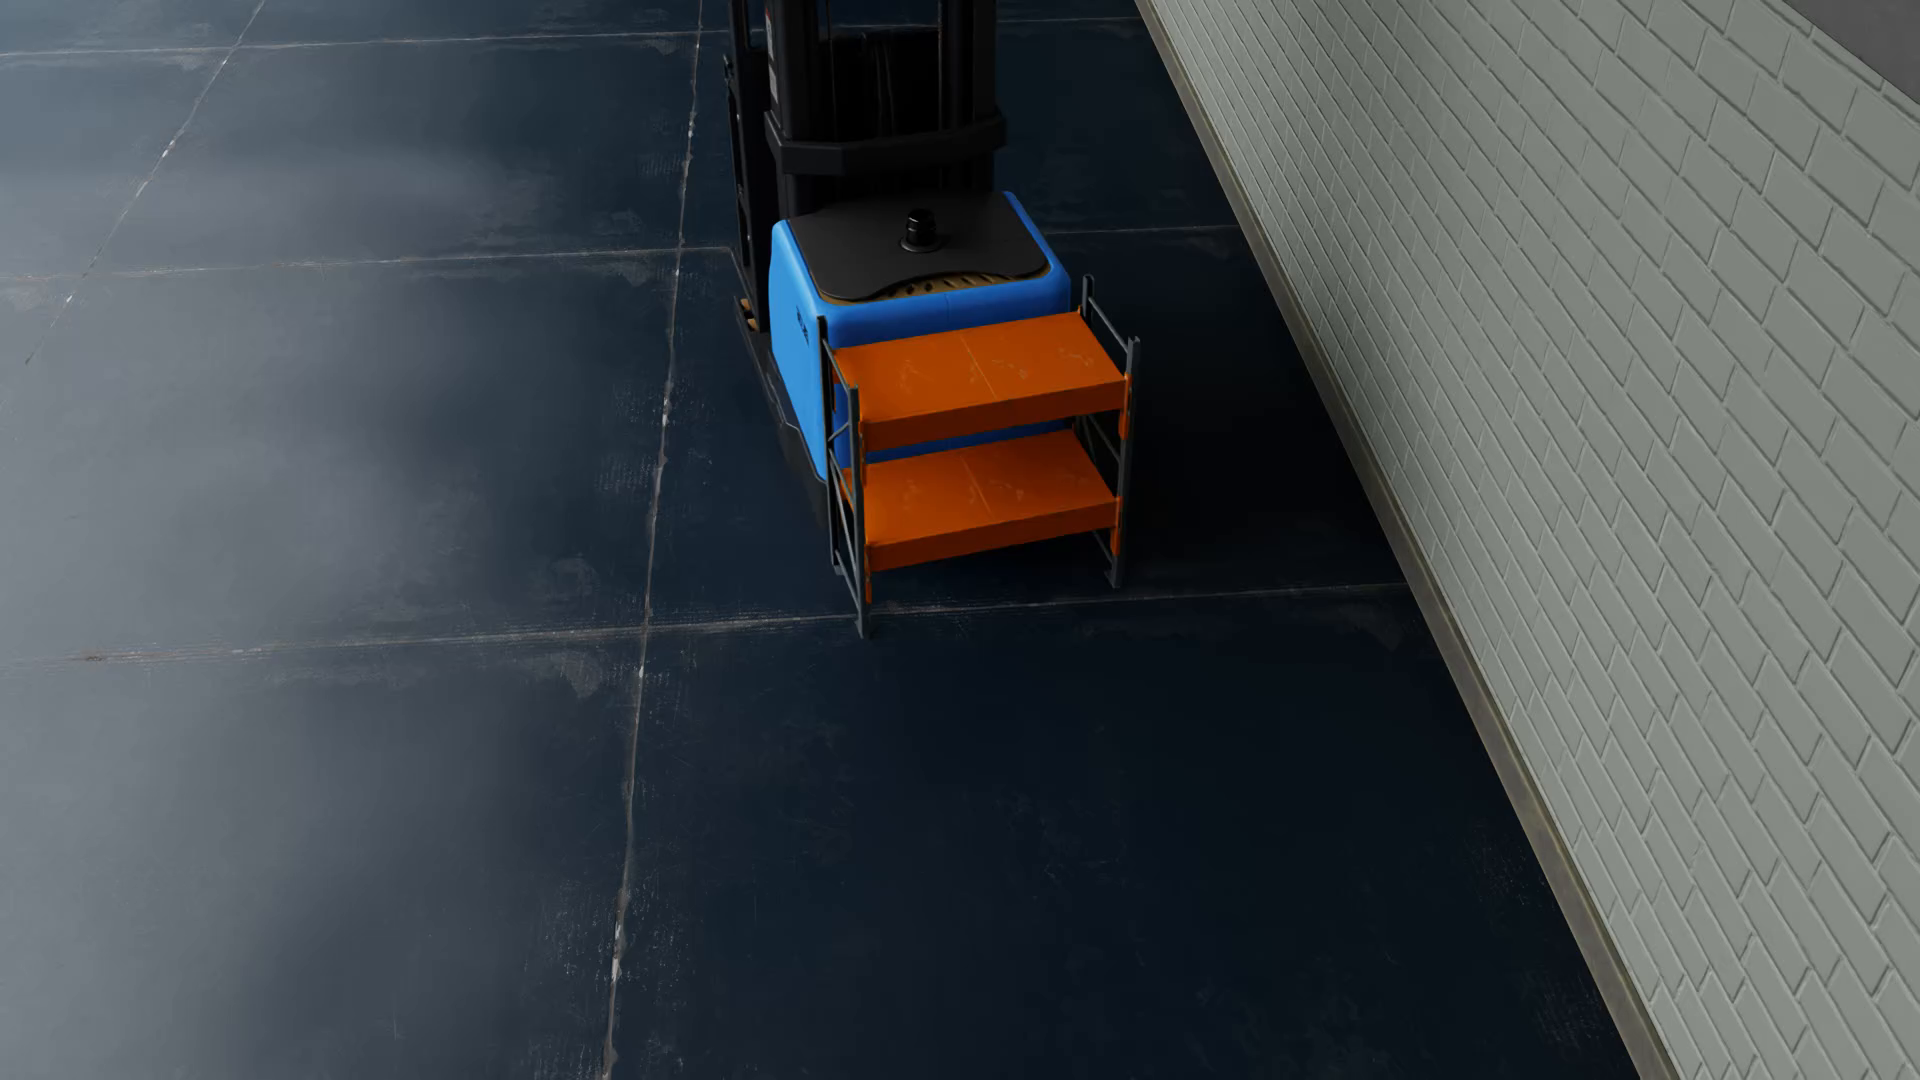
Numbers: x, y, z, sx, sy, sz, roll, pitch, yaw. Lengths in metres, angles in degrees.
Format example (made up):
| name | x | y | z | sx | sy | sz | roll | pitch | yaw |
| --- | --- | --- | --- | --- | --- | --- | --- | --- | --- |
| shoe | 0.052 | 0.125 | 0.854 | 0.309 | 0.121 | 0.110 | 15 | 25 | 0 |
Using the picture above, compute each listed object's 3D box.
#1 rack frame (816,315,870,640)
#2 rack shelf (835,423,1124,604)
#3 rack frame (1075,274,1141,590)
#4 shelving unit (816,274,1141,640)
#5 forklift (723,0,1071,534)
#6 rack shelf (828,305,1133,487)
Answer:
| name | x | y | z | sx | sy | sz | roll | pitch | yaw |
| --- | --- | --- | --- | --- | --- | --- | --- | --- | --- |
| rack frame | -0.427 | -0.214 | 6.114 | 0.032 | 1.125 | 0.500 | -11 | 40 | -13 |
| rack shelf | 0.059 | -0.114 | 6.381 | 1.000 | 0.278 | 0.538 | -11 | 40 | -13 |
| rack frame | 0.545 | -0.398 | 6.347 | 0.032 | 1.125 | 0.500 | -11 | 40 | -13 |
| shelving unit | 0.059 | -0.306 | 6.230 | 1.048 | 1.125 | 0.538 | -11 | 40 | -13 |
| forklift | -0.455 | -2.093 | 7.036 | 1.130 | 2.935 | 3.031 | -10 | 39 | -12 |
| rack shelf | 0.059 | -0.536 | 6.049 | 1.000 | 0.278 | 0.538 | -11 | 40 | -13 |
